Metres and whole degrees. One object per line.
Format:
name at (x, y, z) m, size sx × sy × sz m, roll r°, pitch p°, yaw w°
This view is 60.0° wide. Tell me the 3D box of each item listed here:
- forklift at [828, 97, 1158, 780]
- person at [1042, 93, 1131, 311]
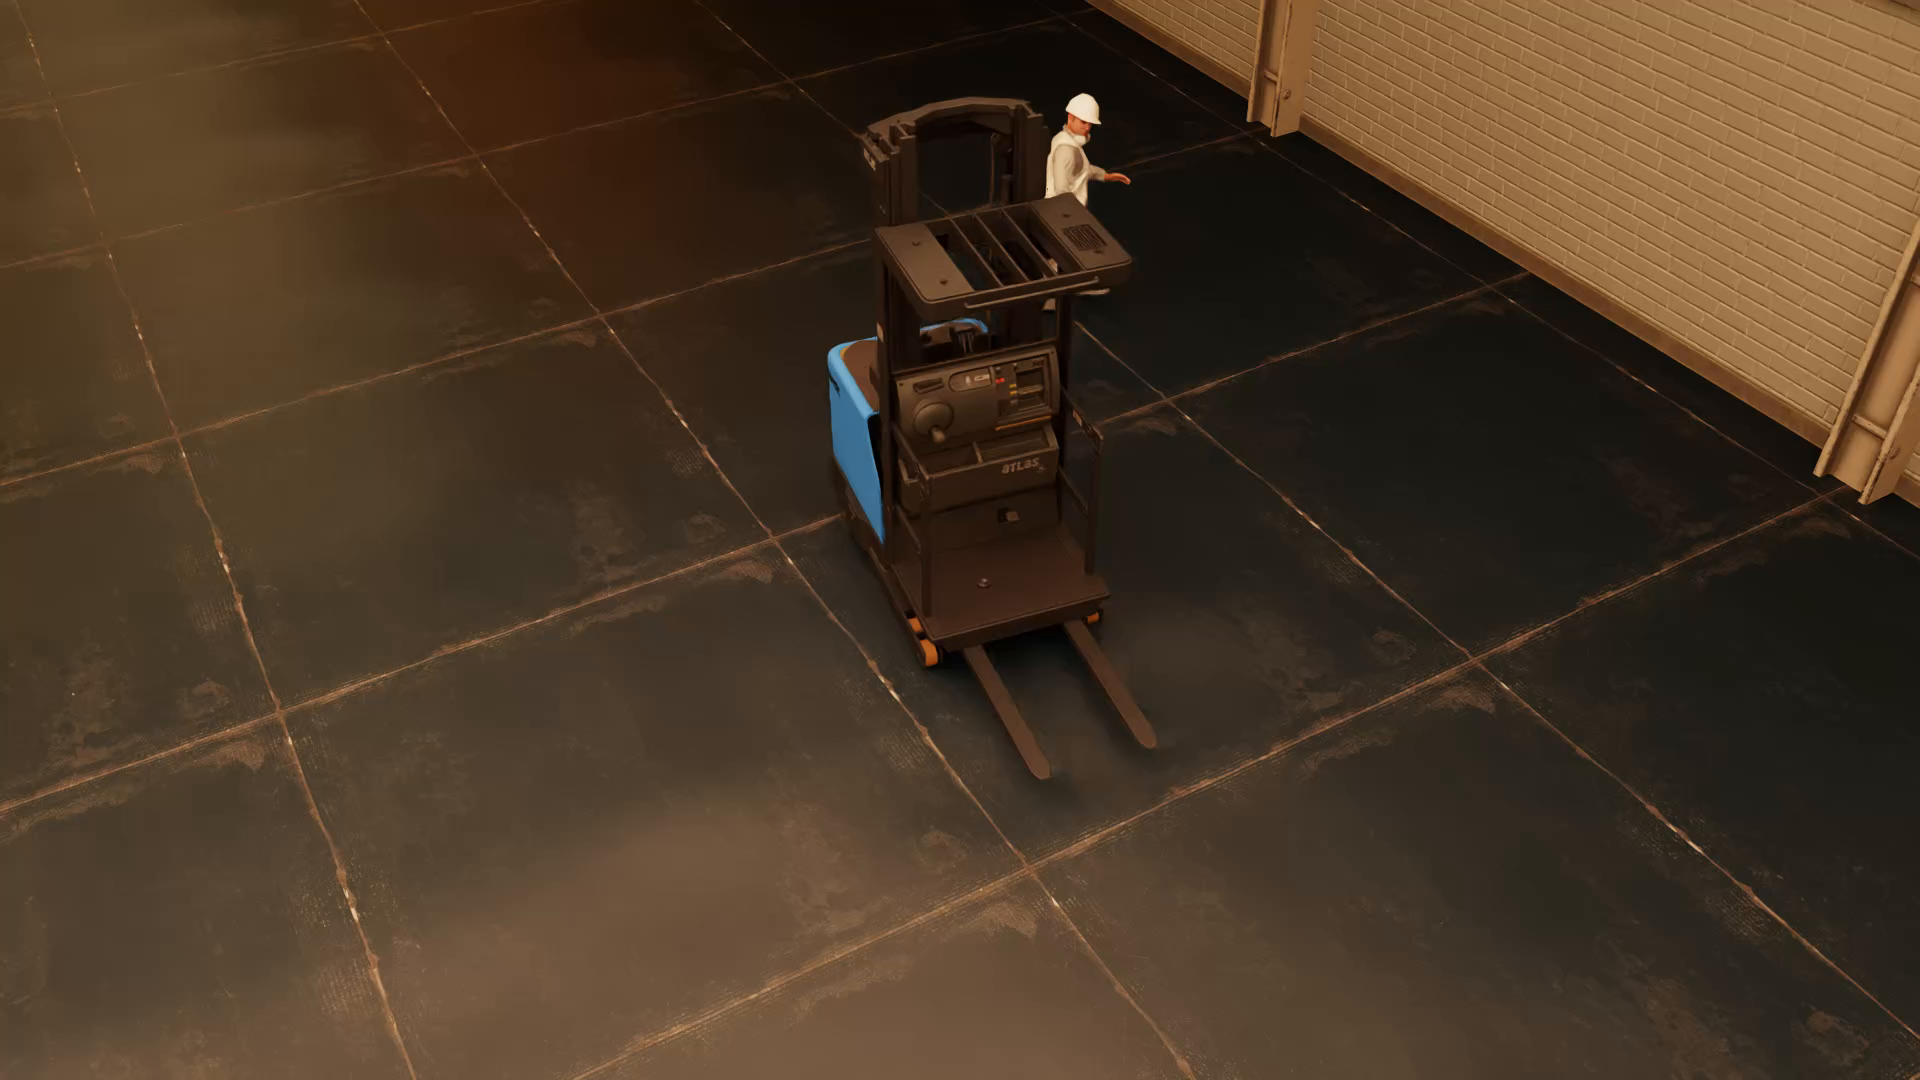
forklift at (0.182, -0.709, 8.891) m, size 1.130 × 2.935 × 3.031 m, roll -14°, pitch 42°, yaw -16°
person at (0.888, -2.353, 11.907) m, size 0.797 × 1.648 × 0.788 m, roll -15°, pitch 42°, yaw -17°
